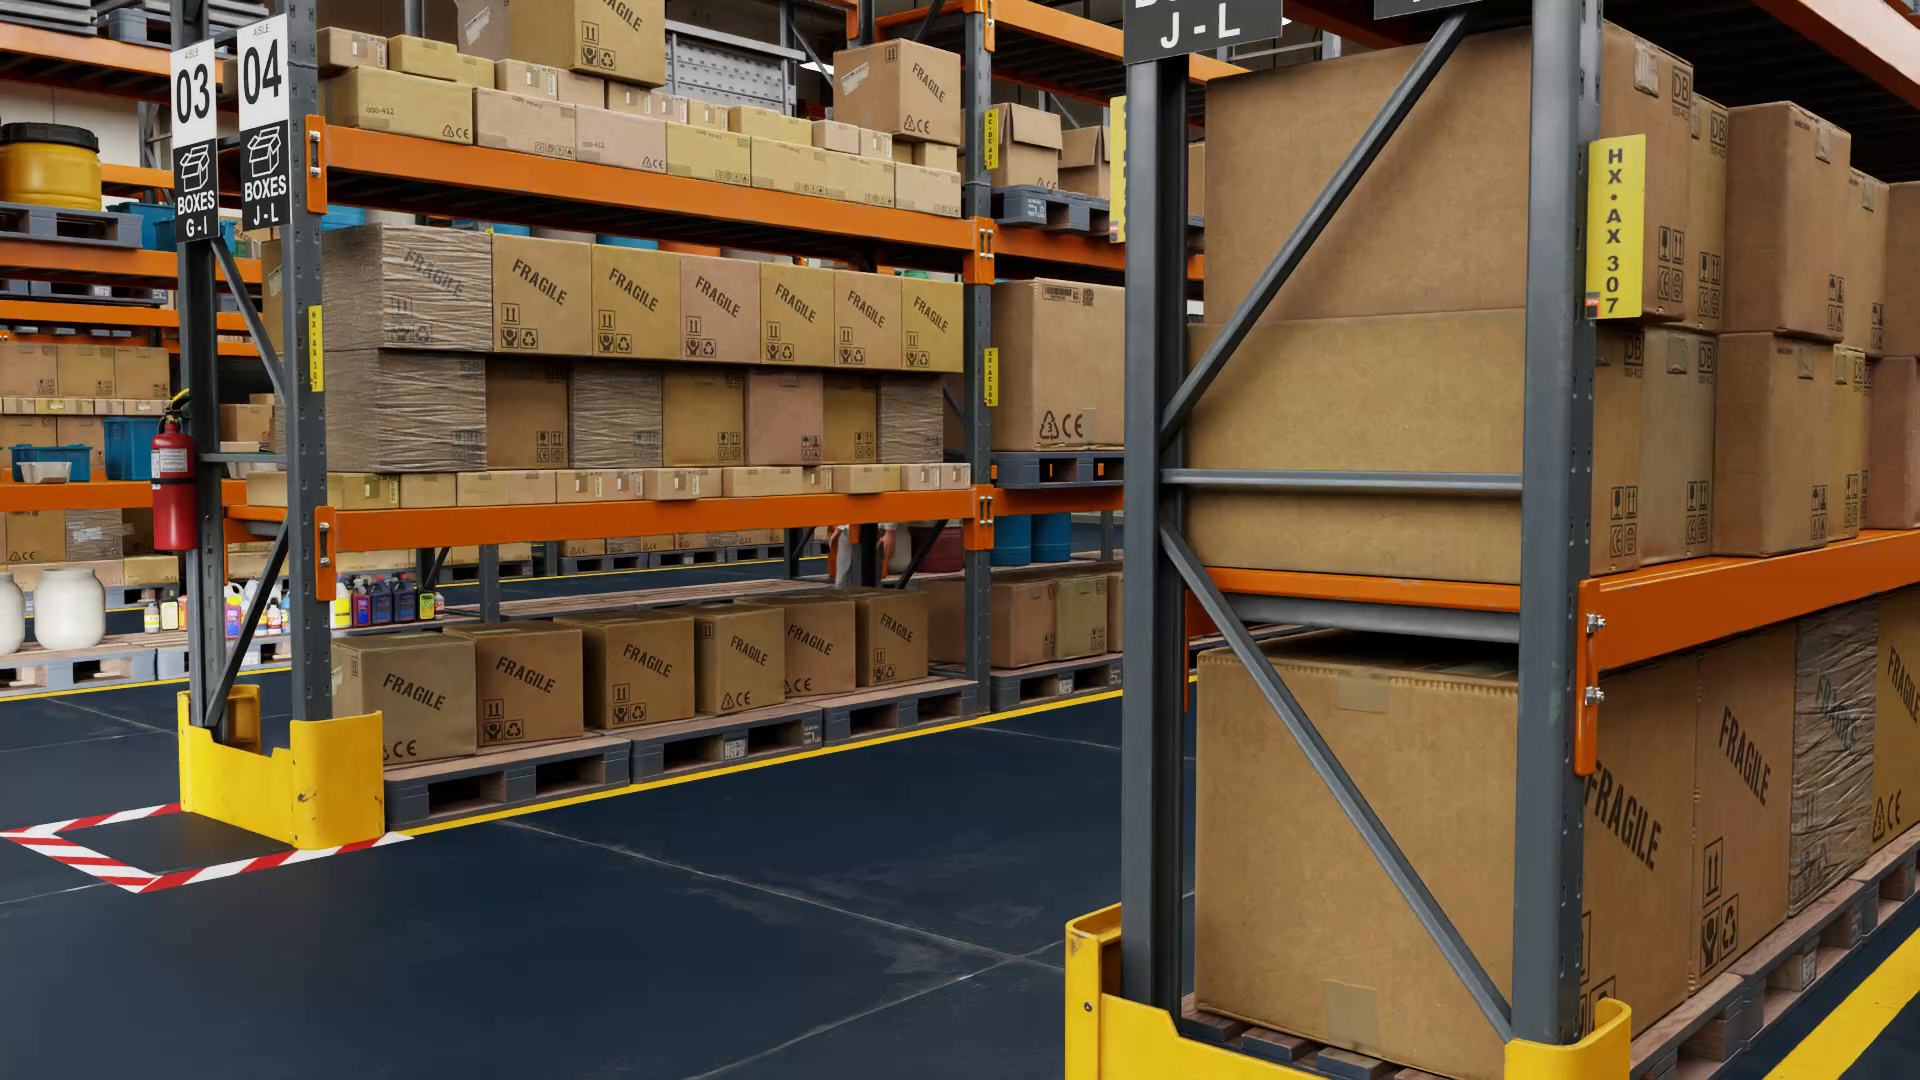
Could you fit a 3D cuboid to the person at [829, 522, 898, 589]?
[{"bbox_3d":[-0.727,-0.056,12.165,0.472,1.781,0.579,-3,5,-41],"label":"person"}]
